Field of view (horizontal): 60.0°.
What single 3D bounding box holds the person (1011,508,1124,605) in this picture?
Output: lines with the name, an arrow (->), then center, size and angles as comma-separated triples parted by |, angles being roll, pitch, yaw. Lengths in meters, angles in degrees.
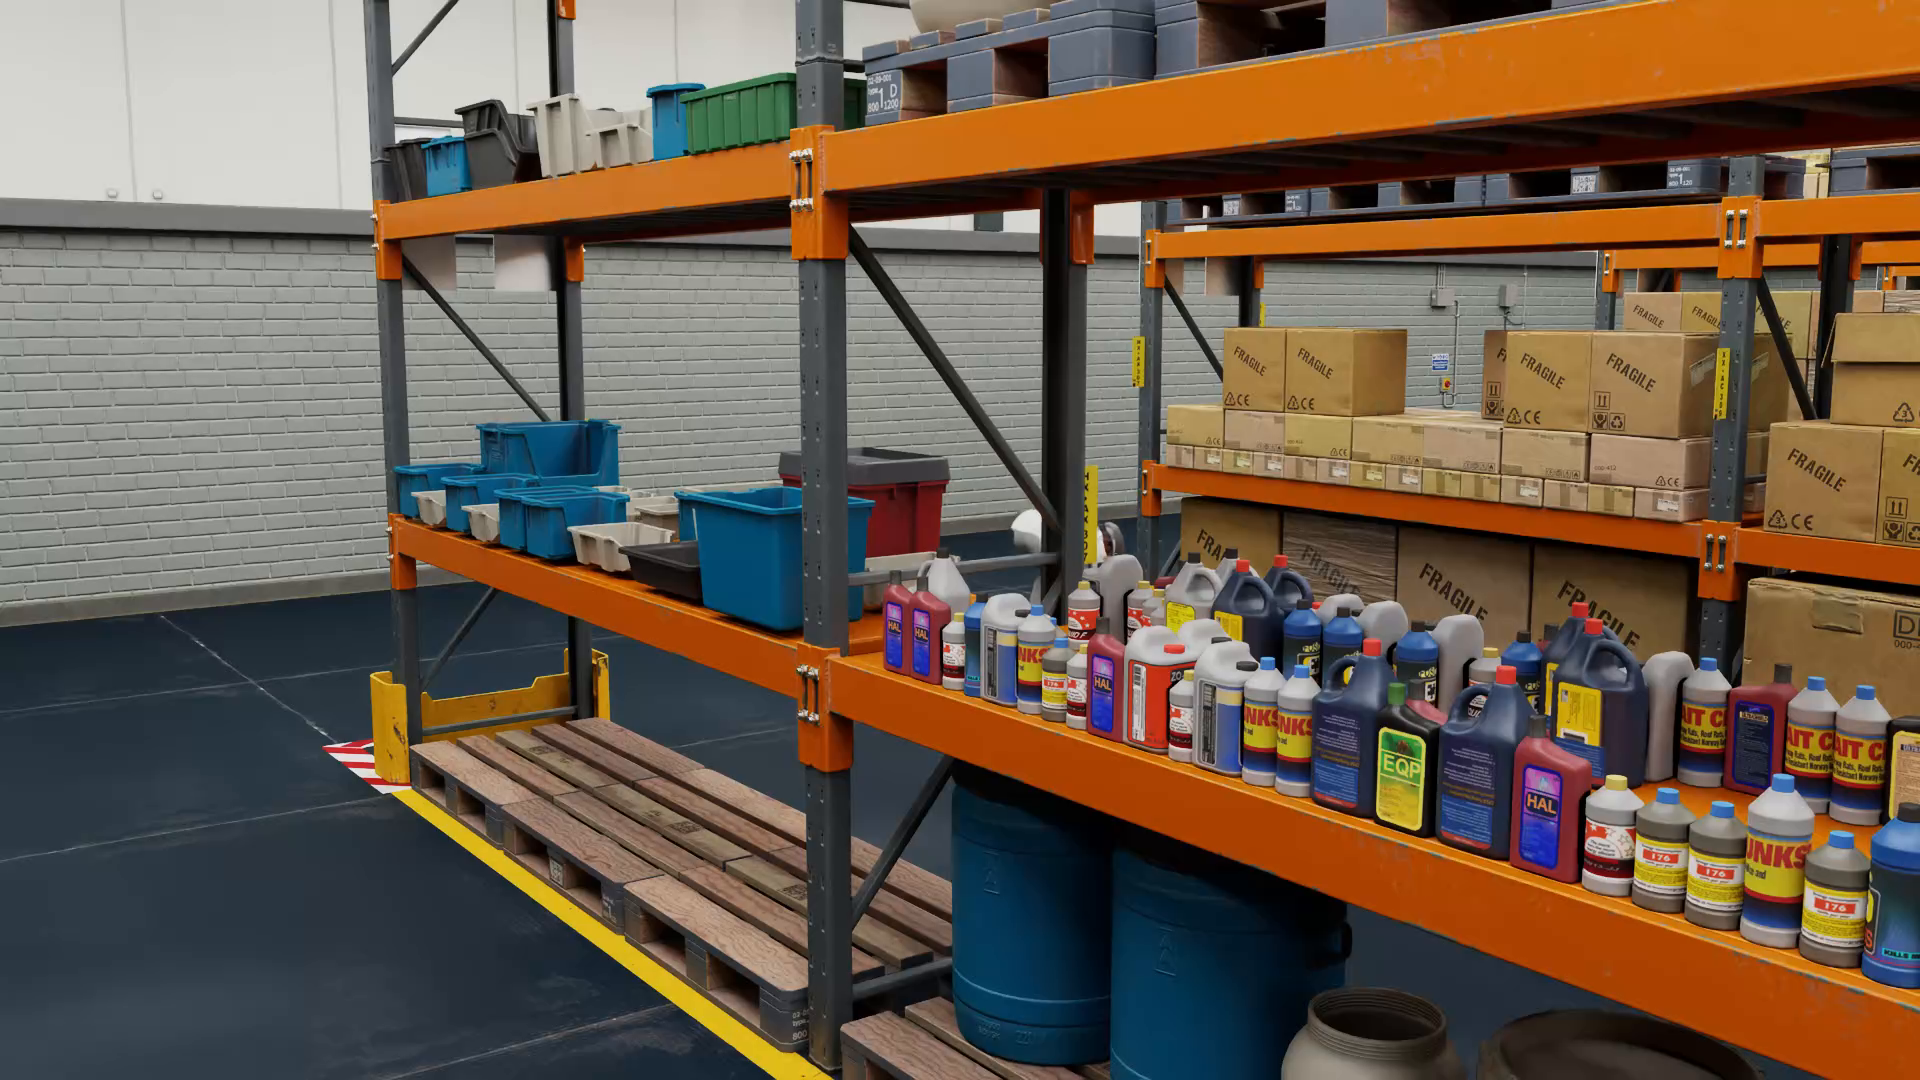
person -> 0.793, 0.199, 12.127 | 0.904, 0.908, 0.465 | -5, 9, -31
